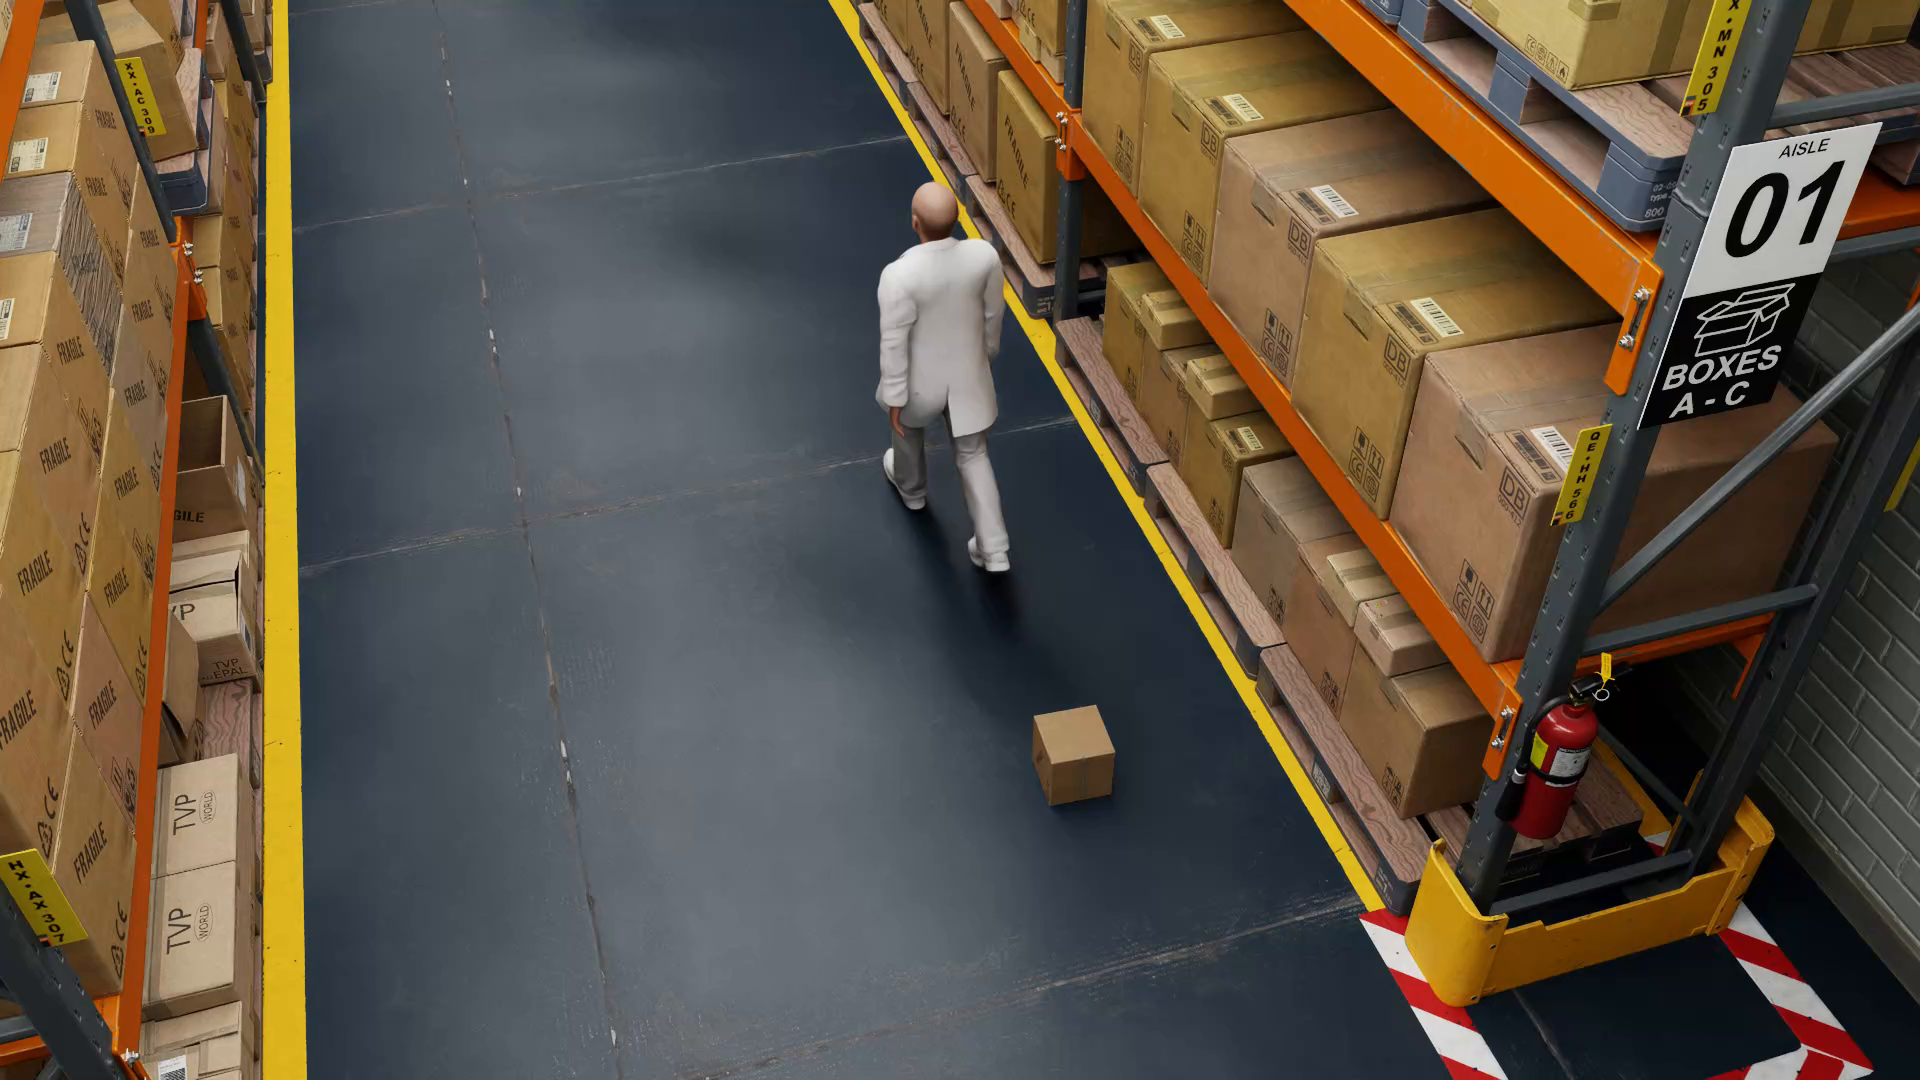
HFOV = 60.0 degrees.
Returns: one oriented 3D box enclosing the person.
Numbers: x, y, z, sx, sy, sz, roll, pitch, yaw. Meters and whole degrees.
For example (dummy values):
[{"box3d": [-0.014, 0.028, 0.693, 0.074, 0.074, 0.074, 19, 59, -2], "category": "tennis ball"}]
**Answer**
[{"box3d": [-0.071, -0.684, 6.943, 0.570, 1.739, 1.100, -13, 43, -14], "category": "person"}]
